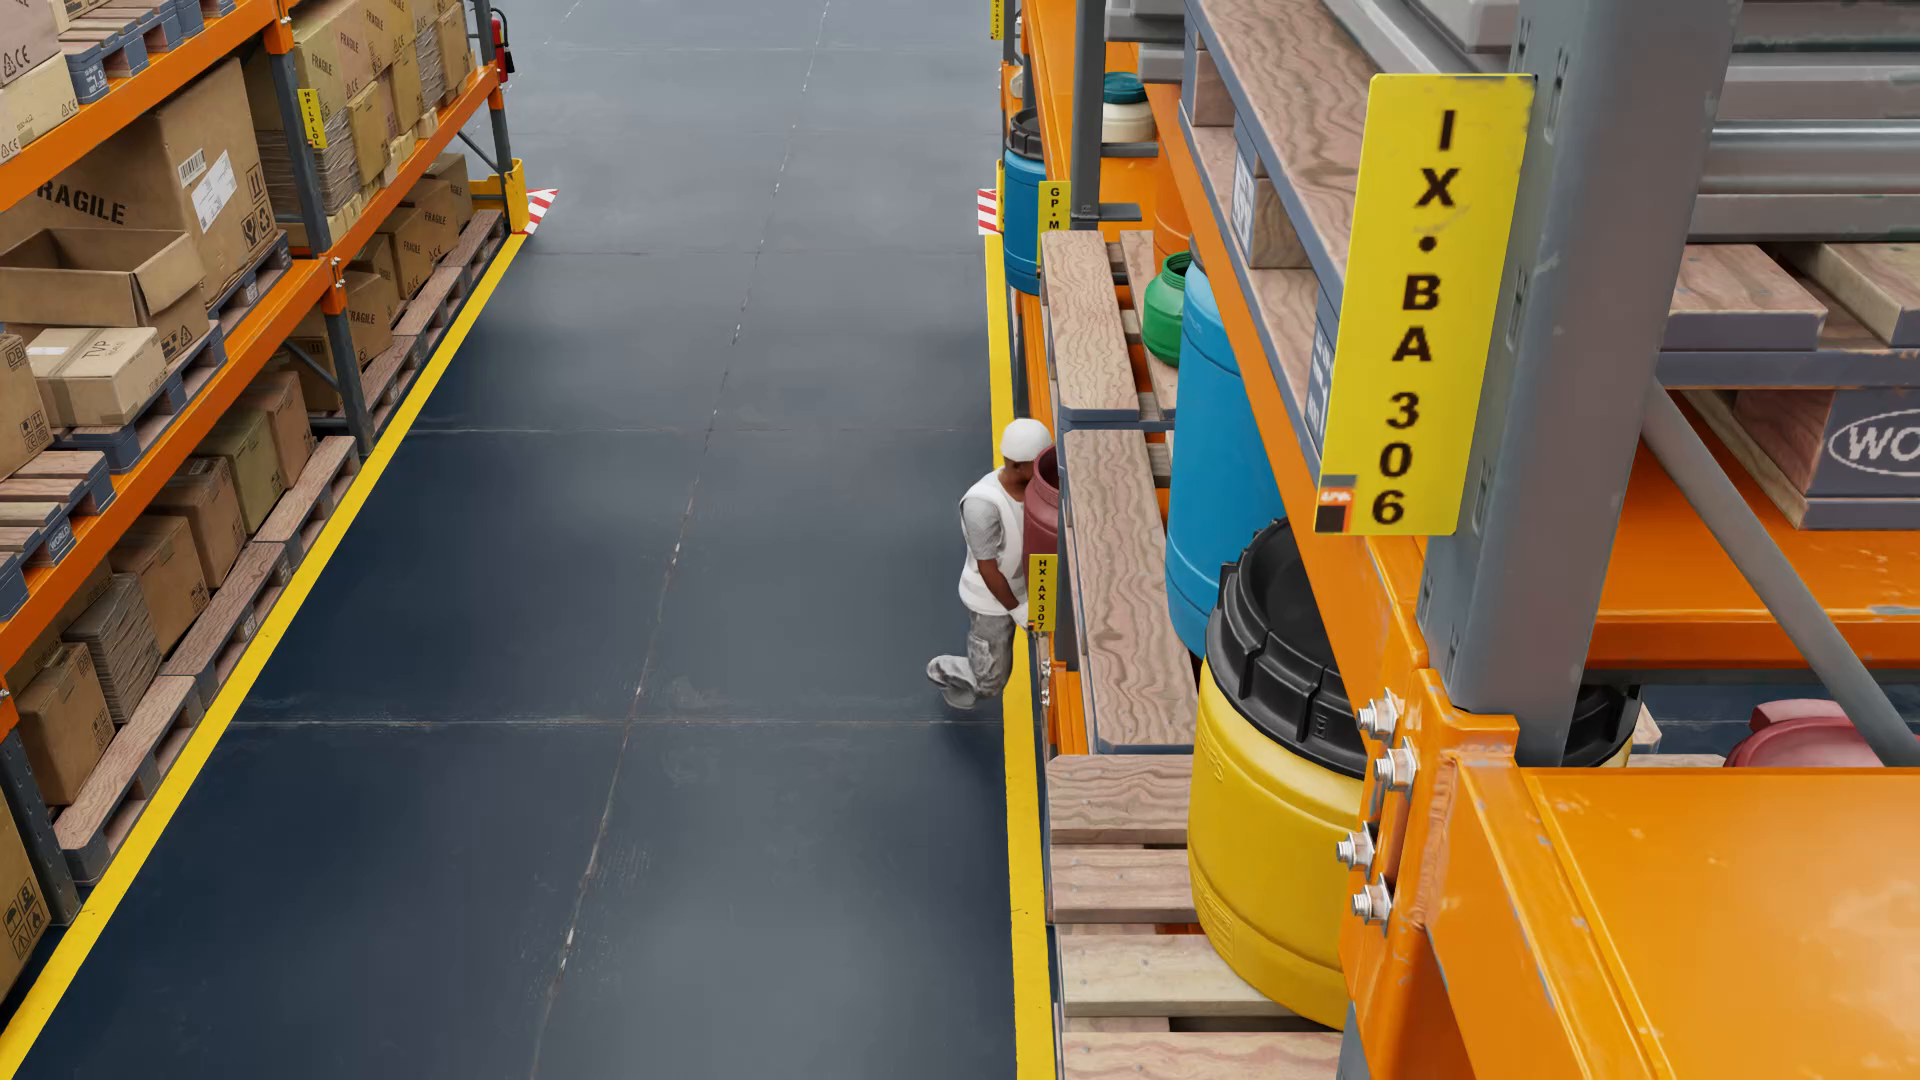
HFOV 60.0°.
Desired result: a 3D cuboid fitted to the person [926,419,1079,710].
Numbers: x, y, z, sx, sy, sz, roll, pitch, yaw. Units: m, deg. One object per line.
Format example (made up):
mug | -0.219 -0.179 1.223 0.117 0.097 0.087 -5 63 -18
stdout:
person | 0.281 0.200 7.299 0.519 1.591 1.068 -24 39 -34
